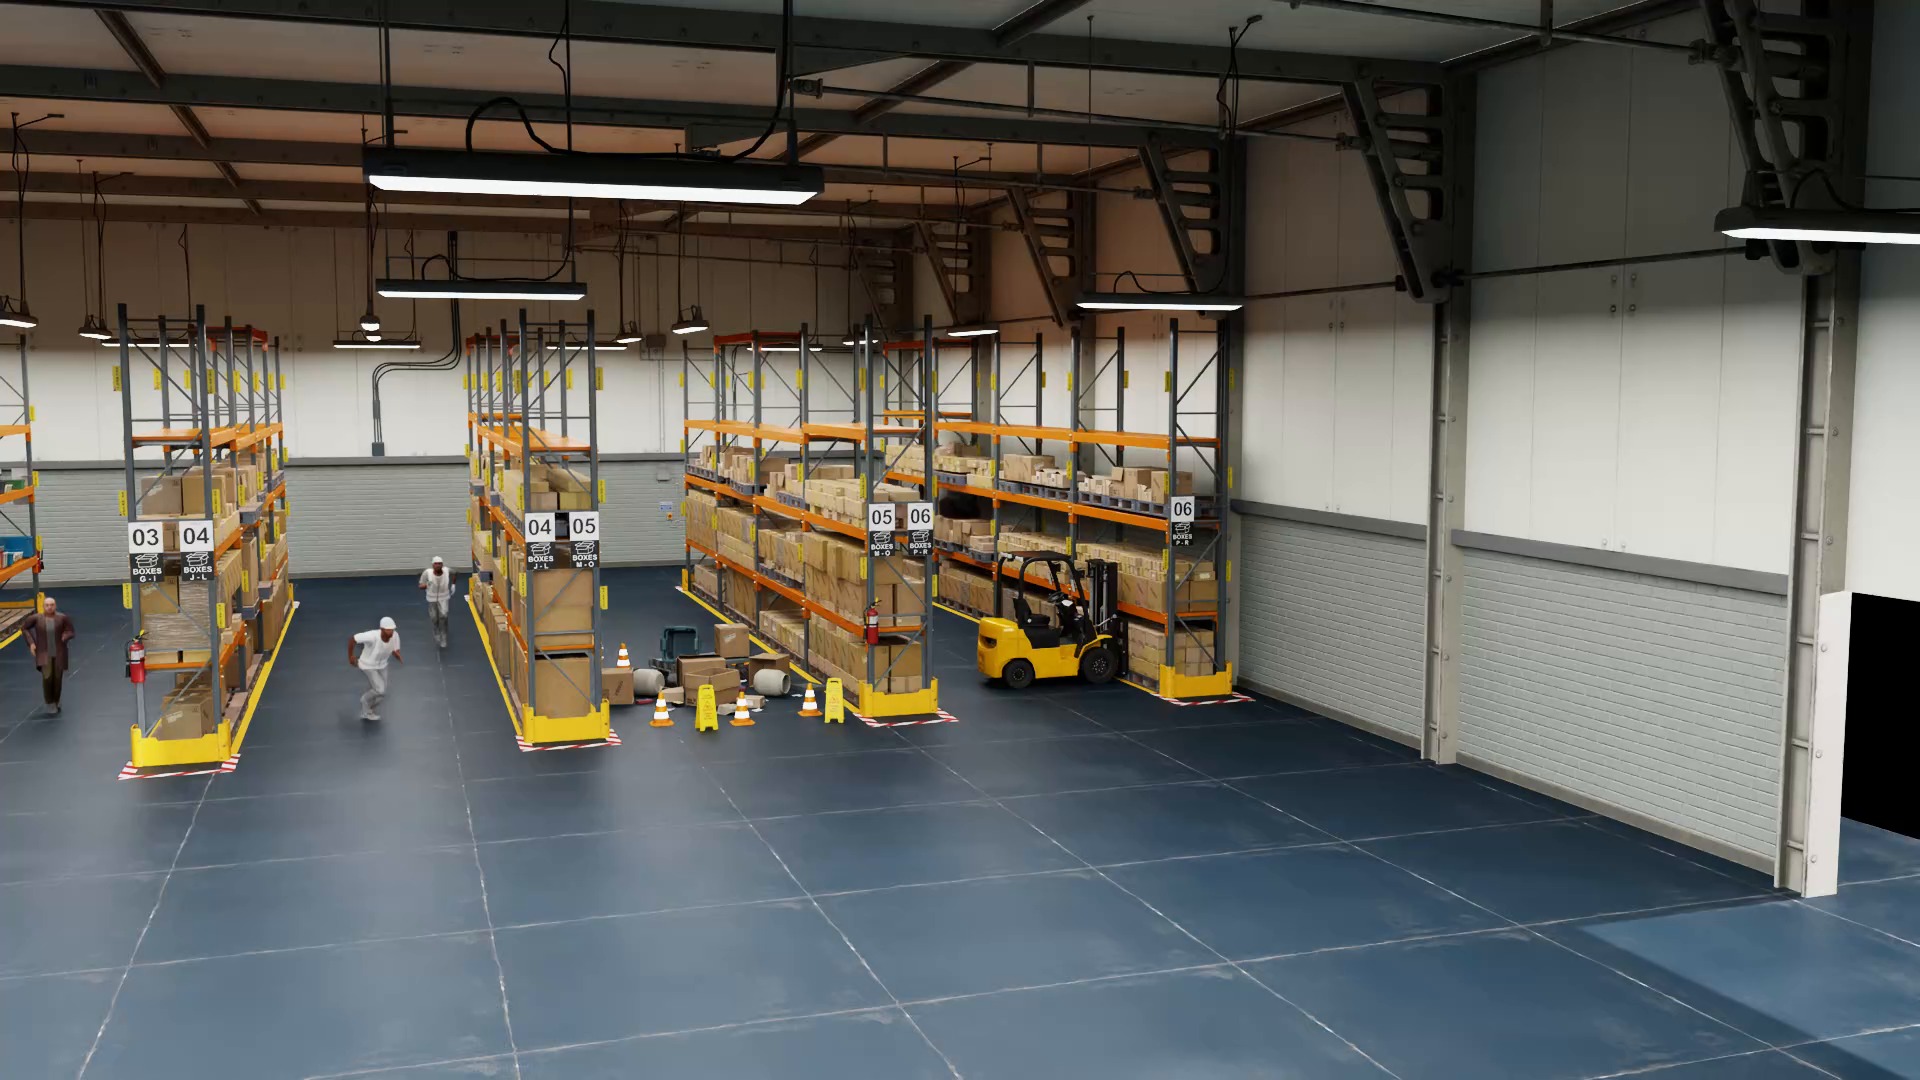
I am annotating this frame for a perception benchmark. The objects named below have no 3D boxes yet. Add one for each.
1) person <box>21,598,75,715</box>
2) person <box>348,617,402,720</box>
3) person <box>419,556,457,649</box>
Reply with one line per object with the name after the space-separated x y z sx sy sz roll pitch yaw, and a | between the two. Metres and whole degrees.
-13.724 1.764 25.075 0.705 1.804 0.845 -3 6 -33 | person
-8.584 1.902 24.428 0.840 1.578 0.735 4 7 34 | person
-9.833 1.158 31.355 0.667 1.758 0.940 -1 6 -14 | person
